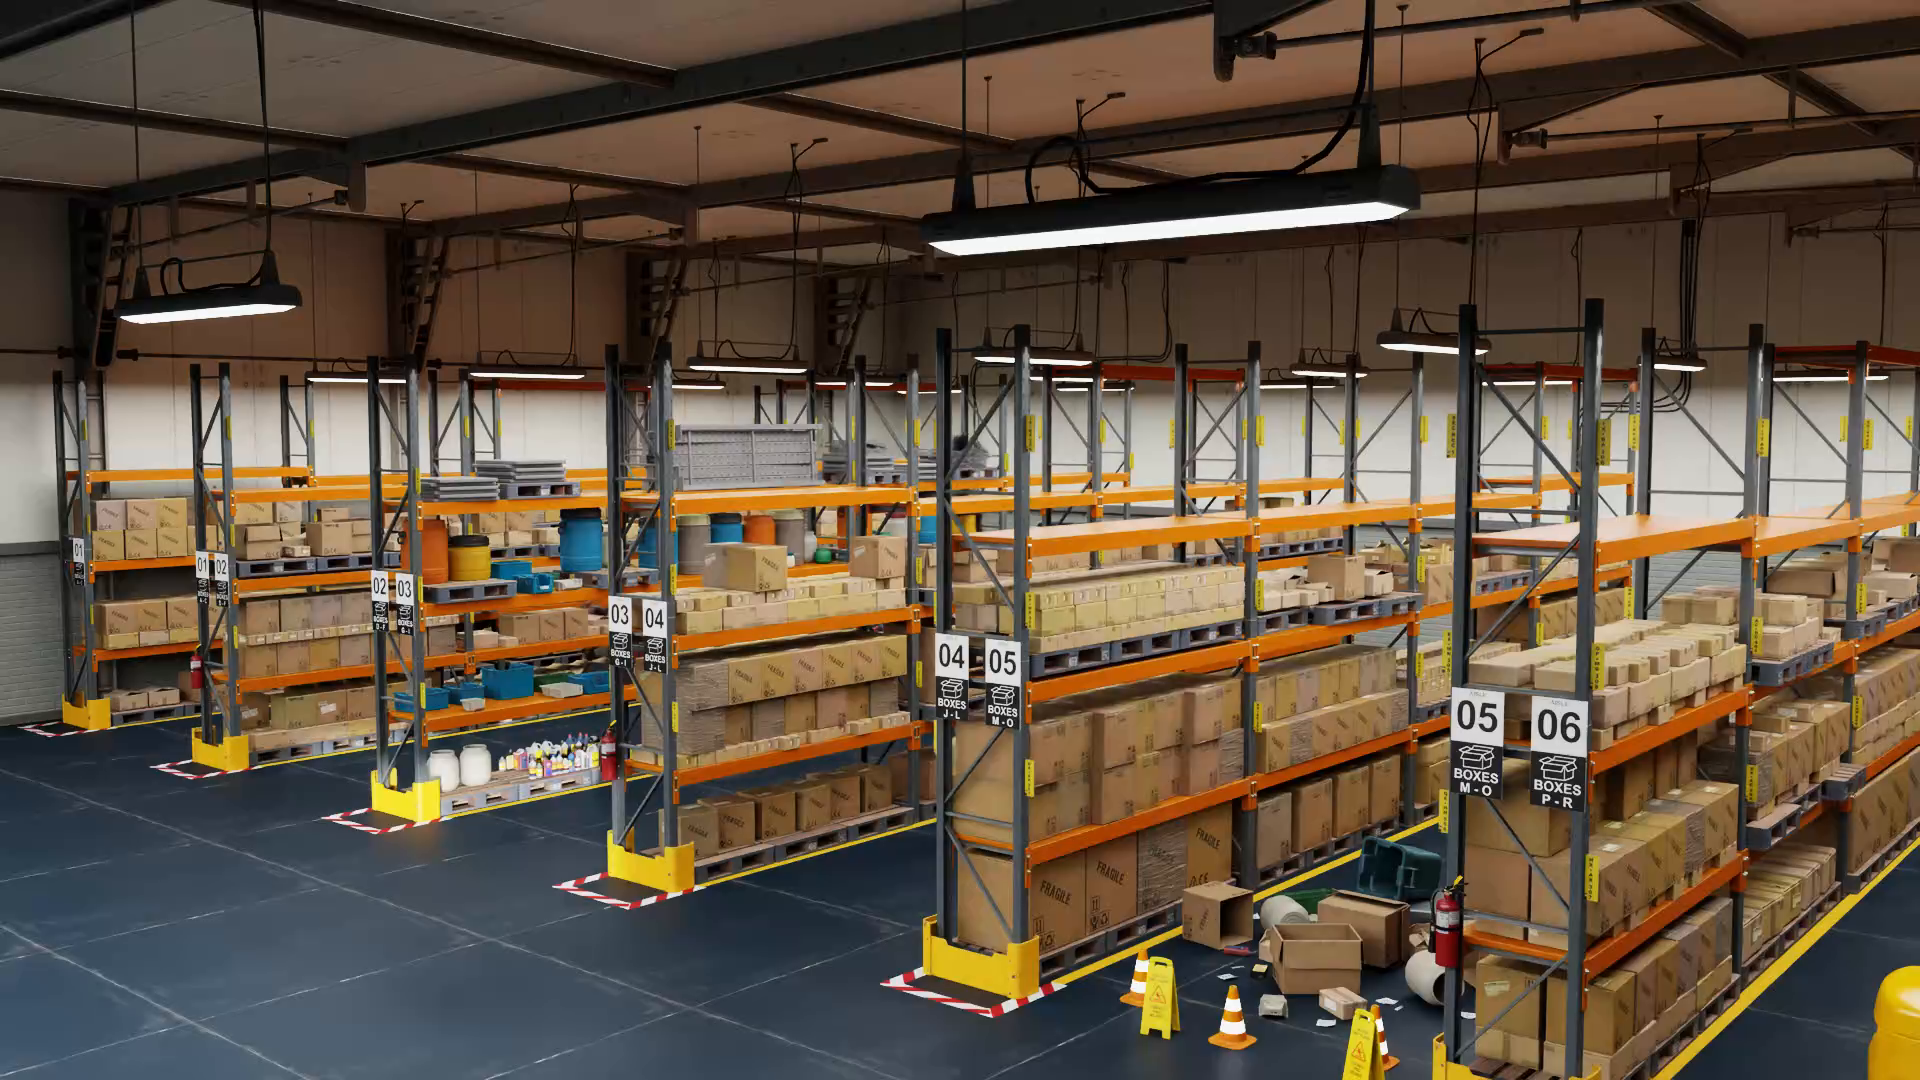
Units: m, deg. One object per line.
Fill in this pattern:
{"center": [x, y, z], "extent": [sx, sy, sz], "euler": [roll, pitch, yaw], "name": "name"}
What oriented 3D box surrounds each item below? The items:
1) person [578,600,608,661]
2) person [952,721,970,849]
{"center": [-7.345, 1.901, 33.306], "extent": [0.706, 1.735, 0.872], "euler": [2, 5, 24], "name": "person"}
{"center": [0.042, 2.925, 20.119], "extent": [0.594, 1.613, 0.755], "euler": [0, 4, -6], "name": "person"}
